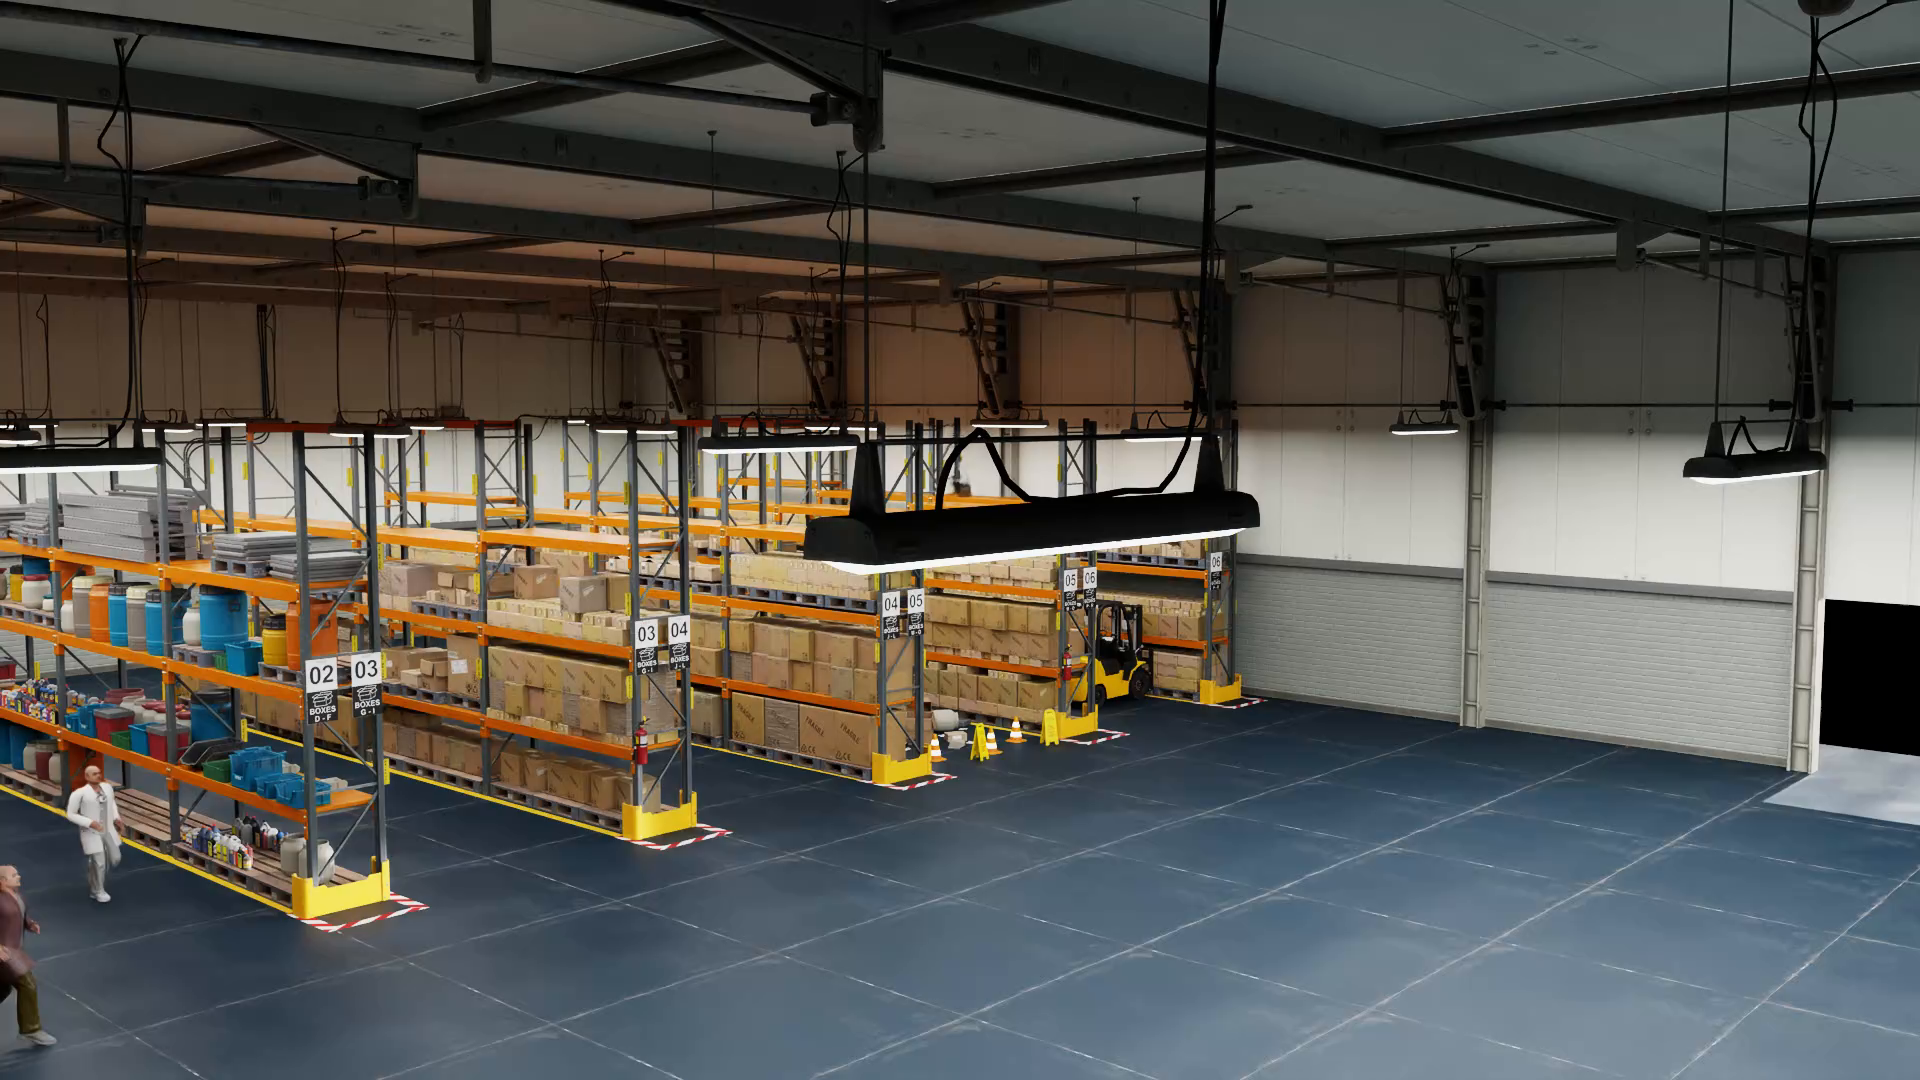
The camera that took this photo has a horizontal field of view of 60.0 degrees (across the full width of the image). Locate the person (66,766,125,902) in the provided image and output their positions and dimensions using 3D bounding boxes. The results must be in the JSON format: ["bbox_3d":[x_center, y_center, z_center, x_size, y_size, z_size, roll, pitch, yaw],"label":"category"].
[{"bbox_3d":[-11.014,3.739,21.222,0.620,1.733,0.711,3,5,29],"label":"person"}]

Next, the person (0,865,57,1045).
[{"bbox_3d":[-9.448,4.141,16.408,0.958,1.704,0.718,-1,5,-18],"label":"person"}]
